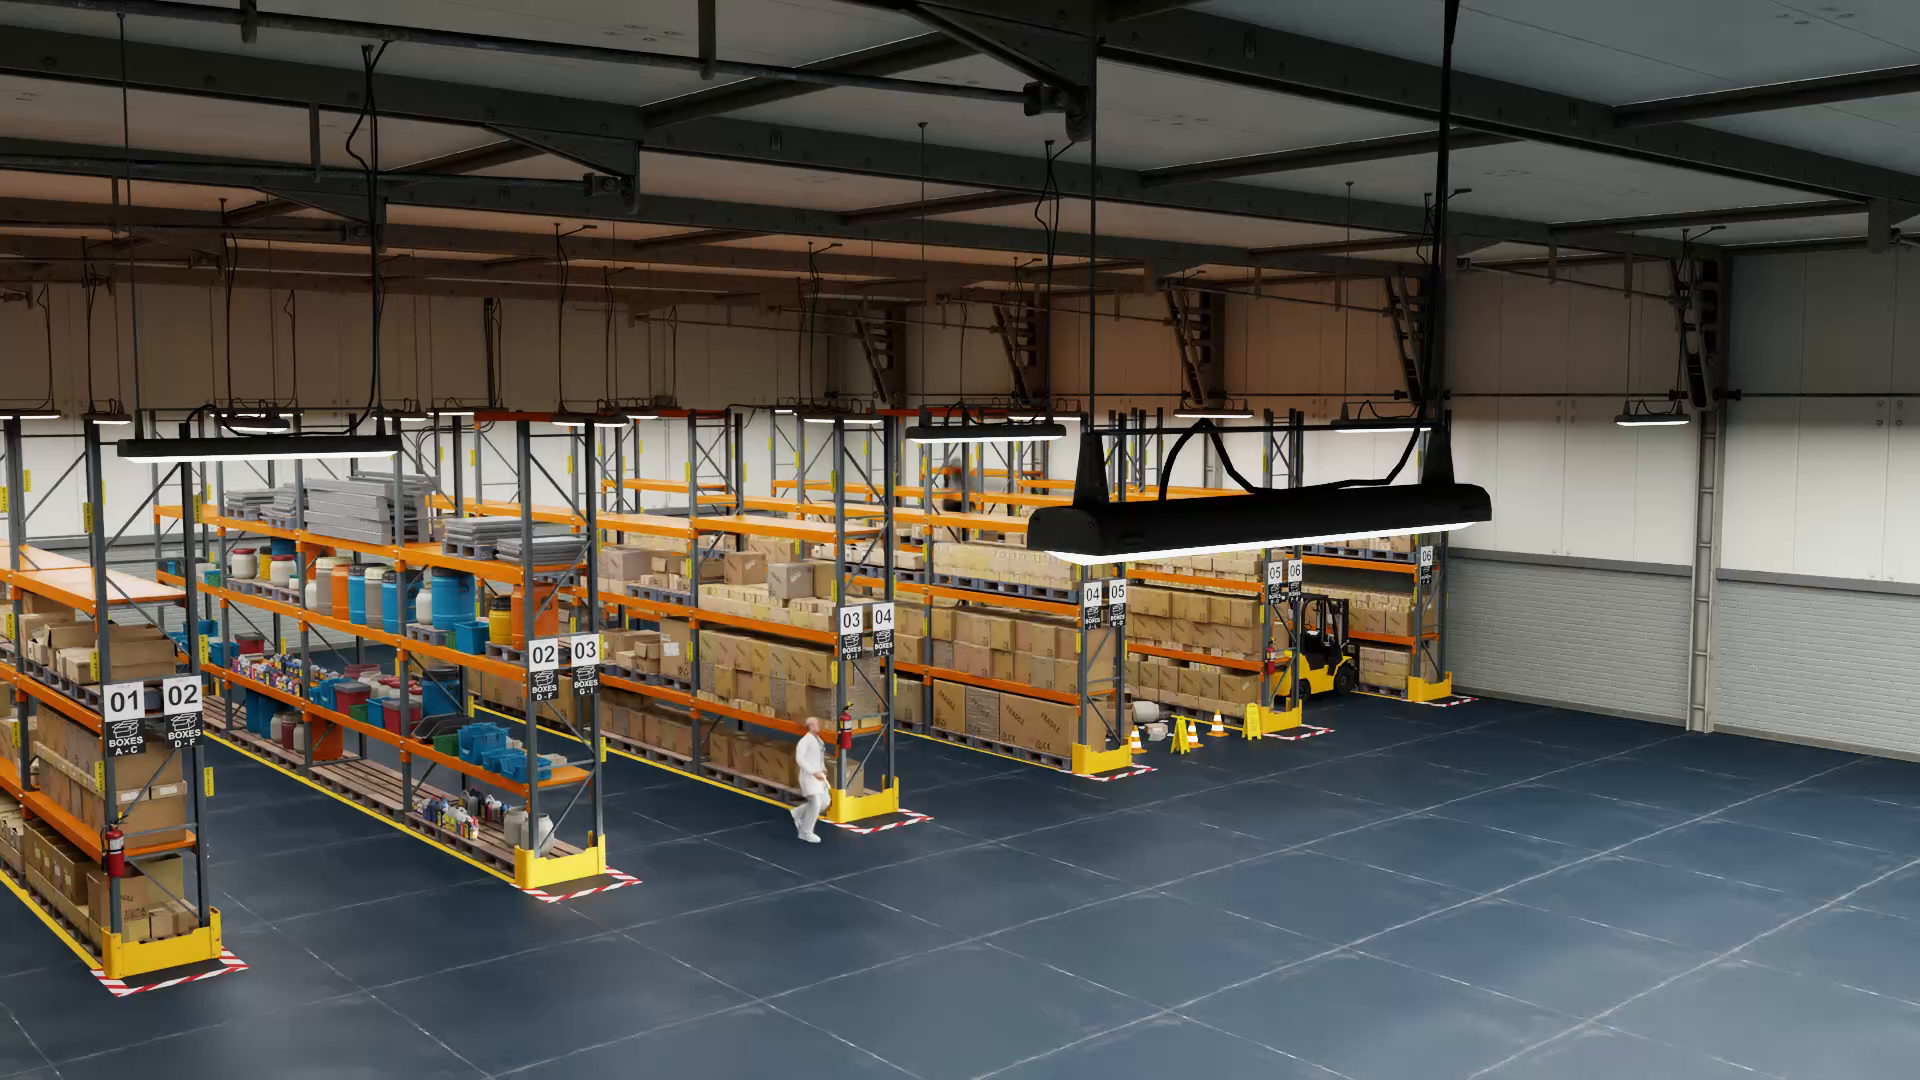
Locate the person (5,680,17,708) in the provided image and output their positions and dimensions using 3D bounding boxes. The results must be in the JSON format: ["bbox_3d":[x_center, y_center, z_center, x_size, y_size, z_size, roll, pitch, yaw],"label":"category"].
[{"bbox_3d":[-18.331,2.685,31.784,0.676,1.800,0.732,1,5,7],"label":"person"}]

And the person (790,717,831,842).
[{"bbox_3d":[-2.125,3.397,23.757,0.596,1.737,0.770,2,5,19],"label":"person"}]
